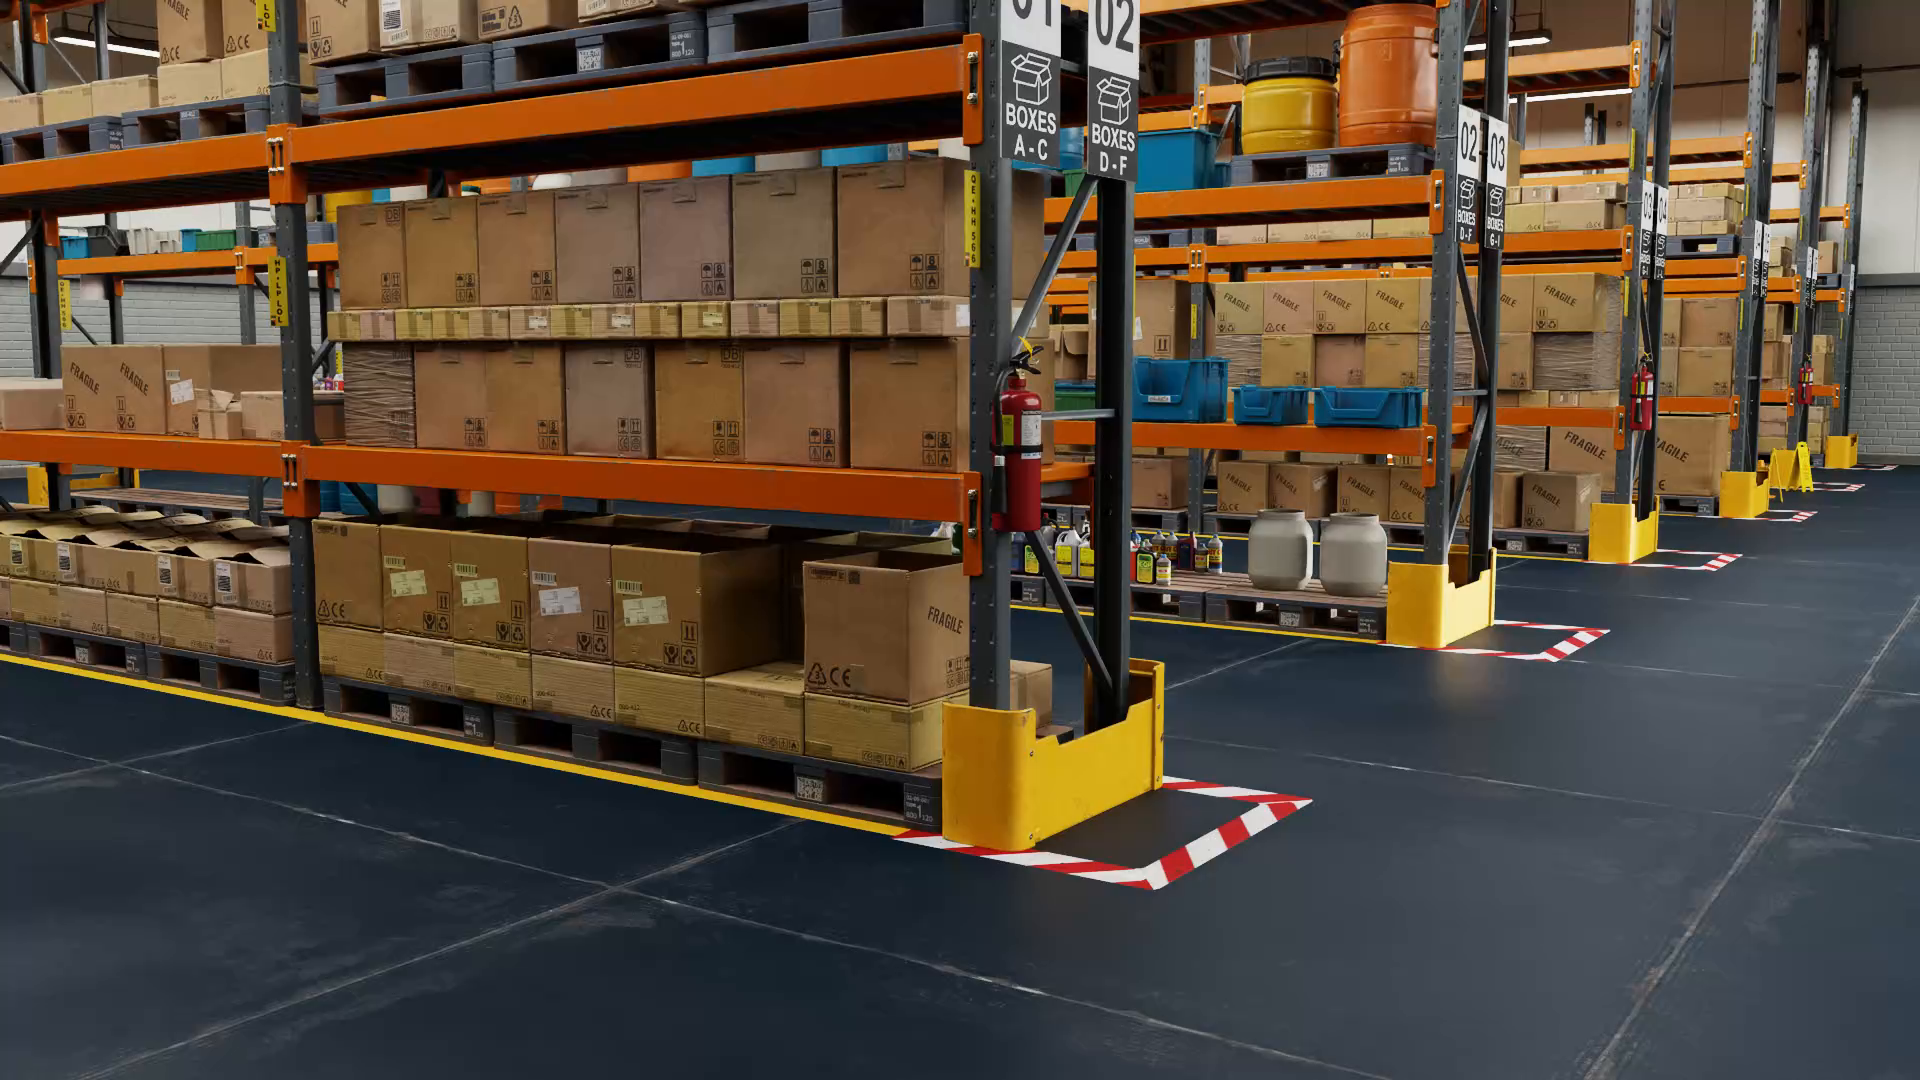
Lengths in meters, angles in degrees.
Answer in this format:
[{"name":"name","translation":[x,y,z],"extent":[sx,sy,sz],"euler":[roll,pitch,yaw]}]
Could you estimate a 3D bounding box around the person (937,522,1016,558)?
[{"name":"person","translation":[0.058,-0.080,8.286],"extent":[0.562,1.790,0.637],"euler":[4,7,33]}]
